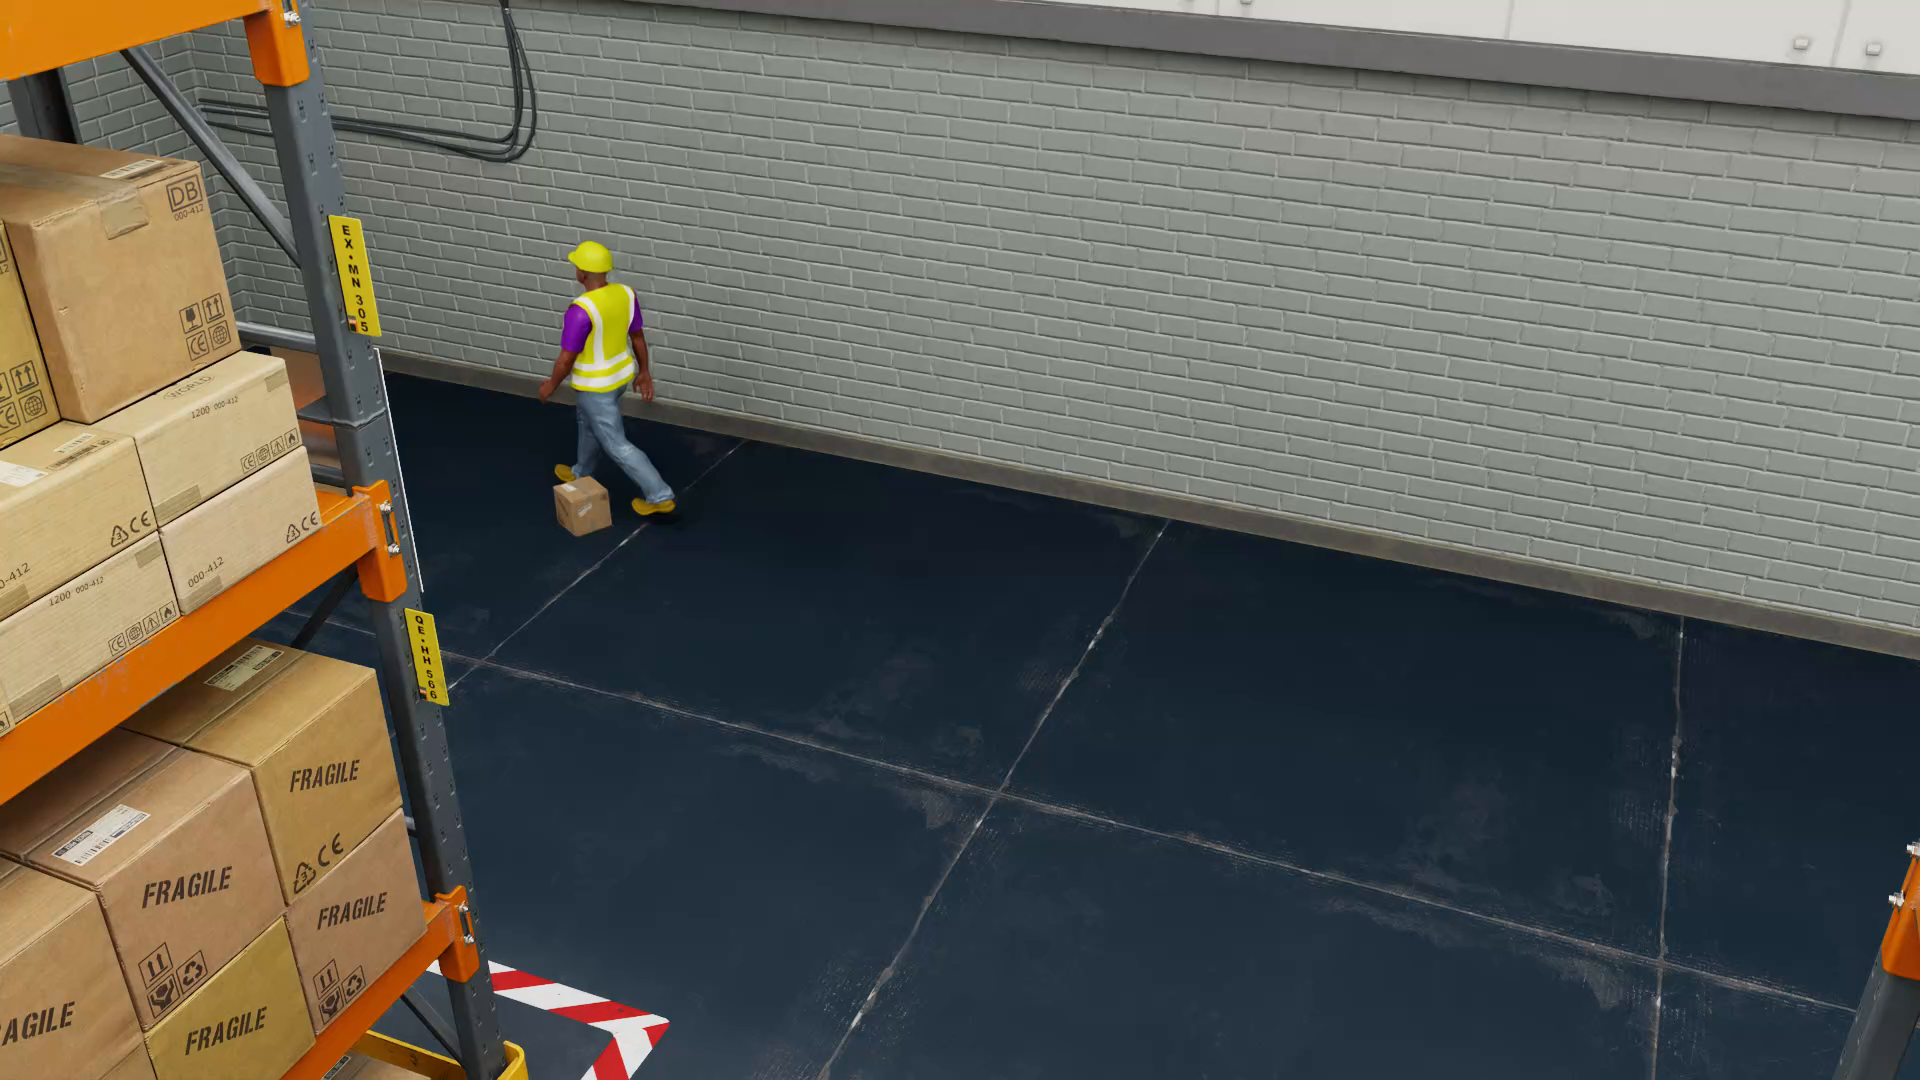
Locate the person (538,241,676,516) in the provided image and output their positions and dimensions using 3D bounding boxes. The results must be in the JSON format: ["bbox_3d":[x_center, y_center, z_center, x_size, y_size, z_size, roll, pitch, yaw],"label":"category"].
[{"bbox_3d":[-2.201,-0.983,10.118,1.050,1.724,0.578,12,32,21],"label":"person"}]
